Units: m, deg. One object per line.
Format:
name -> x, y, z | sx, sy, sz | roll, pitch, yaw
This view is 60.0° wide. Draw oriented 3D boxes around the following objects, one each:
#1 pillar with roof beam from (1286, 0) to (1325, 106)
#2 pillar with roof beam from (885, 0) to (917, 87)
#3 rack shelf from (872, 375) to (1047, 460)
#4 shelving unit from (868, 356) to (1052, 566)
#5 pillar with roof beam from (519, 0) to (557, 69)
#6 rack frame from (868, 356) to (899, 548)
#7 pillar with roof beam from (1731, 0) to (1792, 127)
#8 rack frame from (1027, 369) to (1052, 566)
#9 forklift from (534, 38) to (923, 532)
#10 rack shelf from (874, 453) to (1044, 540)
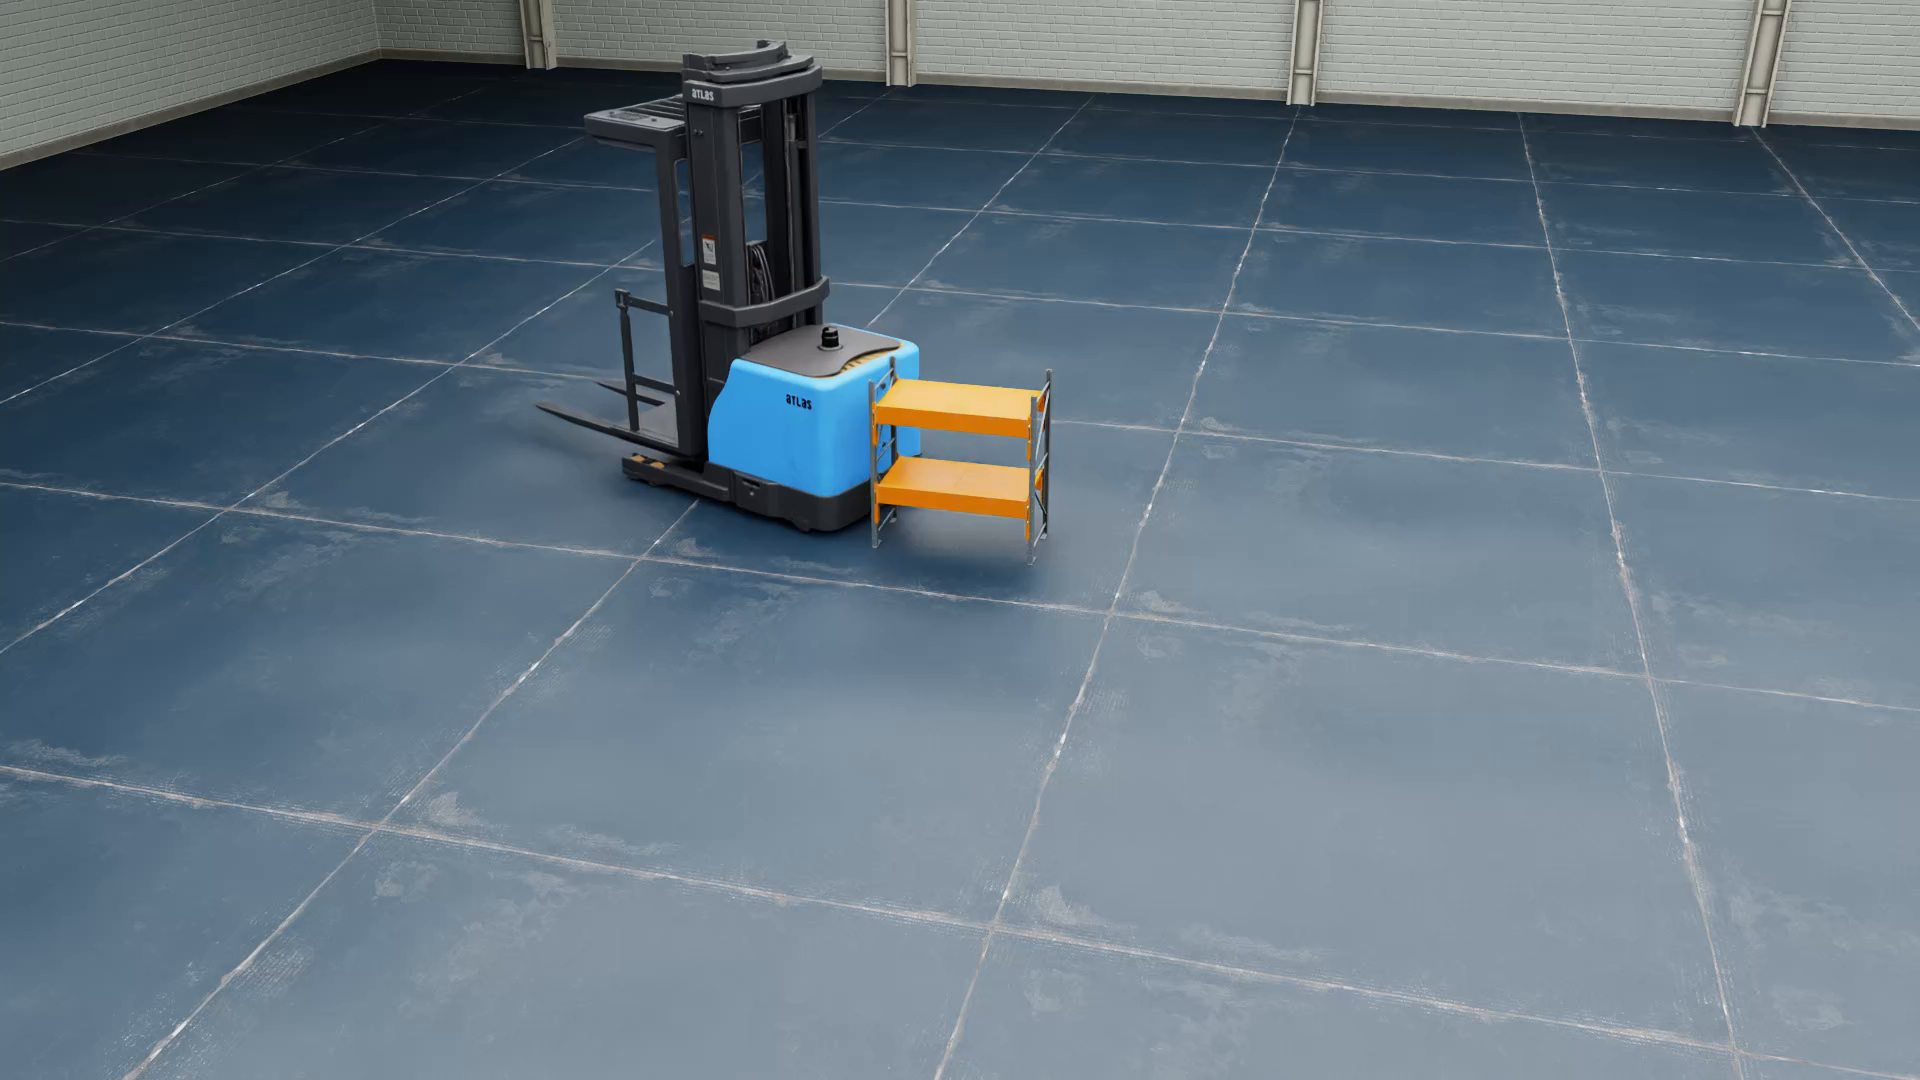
pillar with roof beam -> 3.846, -8.570, 18.282 | 0.400, 9.000, 9.100 | 6, 26, 13
pillar with roof beam -> -1.965, -9.212, 19.632 | 0.400, 9.000, 9.100 | 6, 26, 13
rack shelf -> 0.007, -0.771, 10.381 | 1.000, 0.278, 0.538 | 6, 26, 13
shelving unit -> 0.007, -0.507, 10.507 | 1.048, 1.125, 0.538 | 6, 26, 13
pillar with roof beam -> -7.776, -9.855, 20.981 | 0.400, 9.000, 9.100 | 6, 26, 13
rack frame -> -0.486, -0.562, 10.621 | 0.032, 1.125, 0.500 | 6, 26, 13
pillar with roof beam -> 9.657, -7.928, 16.933 | 0.400, 9.000, 9.100 | 6, 26, 13
rack frame -> 0.499, -0.453, 10.392 | 0.032, 1.125, 0.500 | 6, 26, 13
forklift -> -1.744, -1.862, 11.251 | 3.031, 2.935, 1.130 | 17, 31, 32
rack shelf -> 0.007, -0.286, 10.612 | 1.000, 0.278, 0.538 | 6, 26, 13
